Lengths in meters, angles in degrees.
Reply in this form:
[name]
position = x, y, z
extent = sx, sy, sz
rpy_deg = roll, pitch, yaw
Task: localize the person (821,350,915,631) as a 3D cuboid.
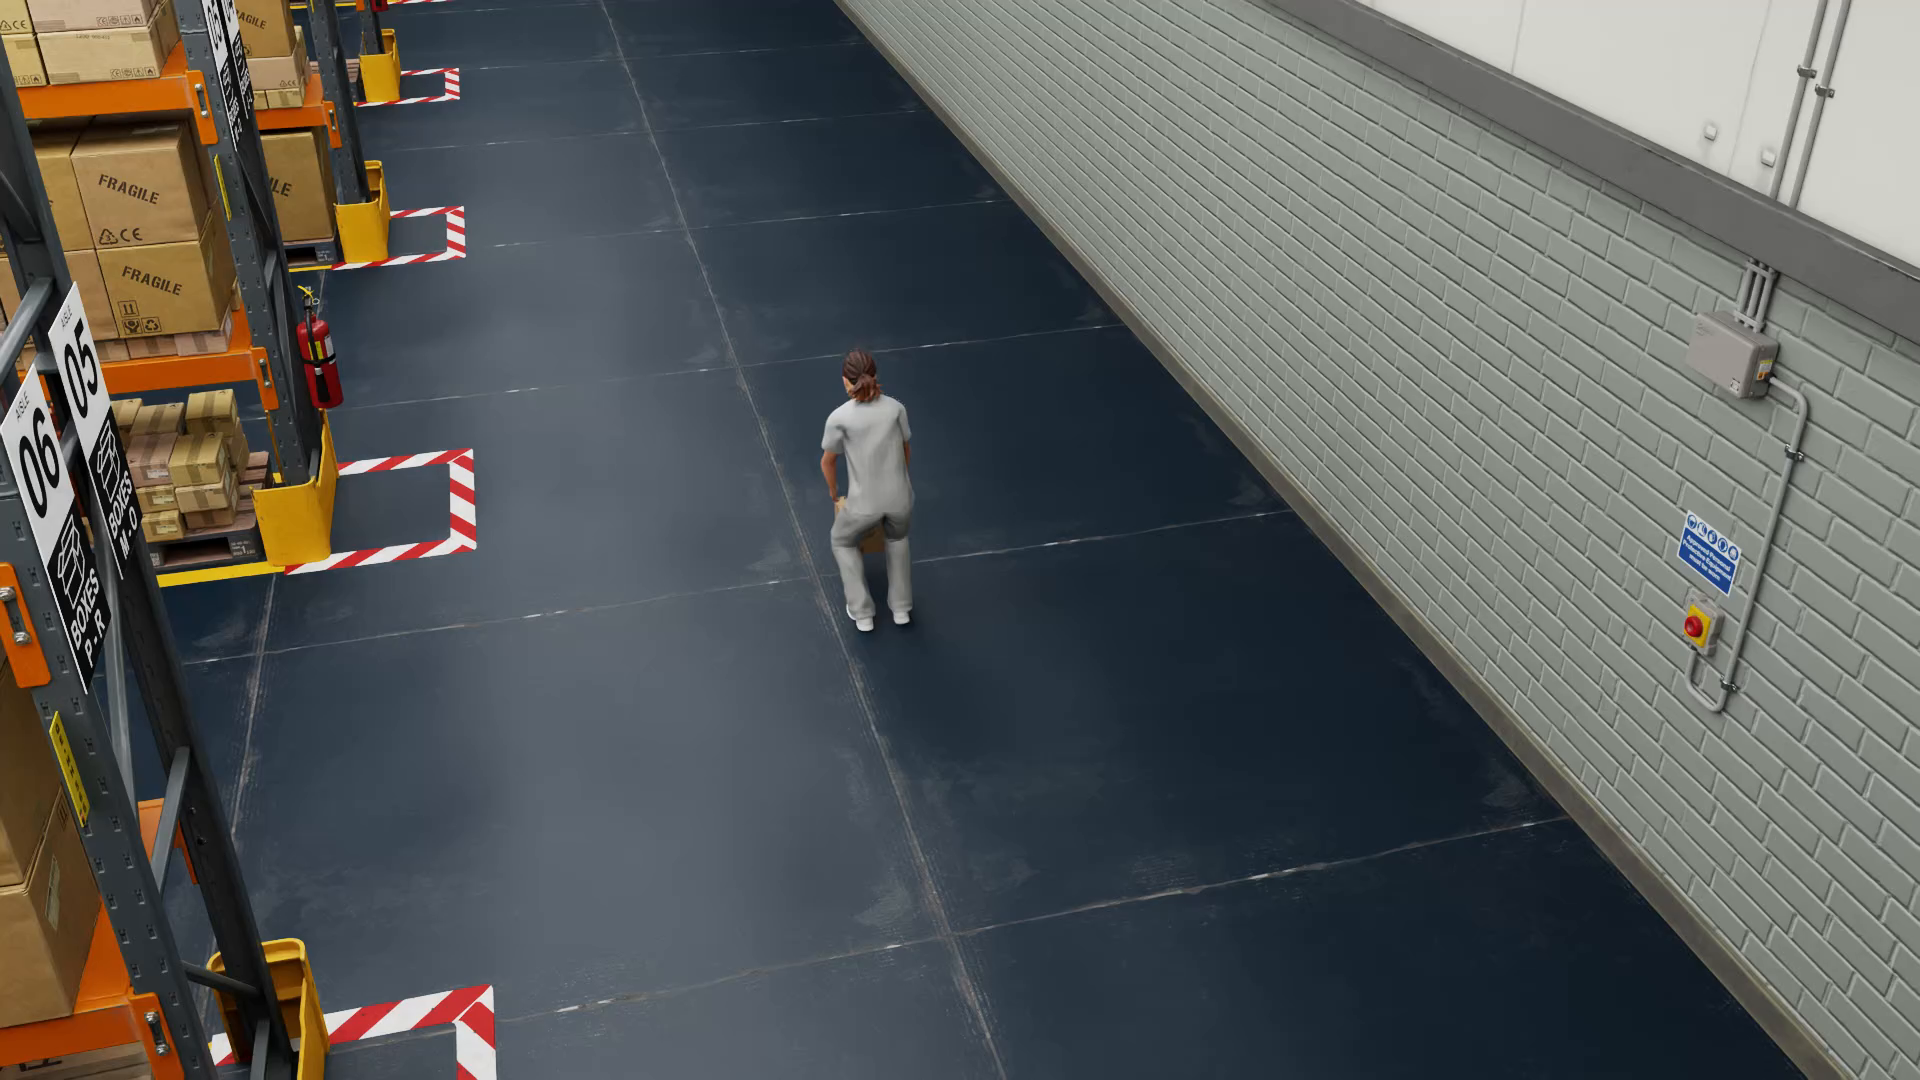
[person]
position = -0.482, -0.239, 8.810
extent = 0.483, 1.515, 0.532
rpy_deg = -7, 31, -13
